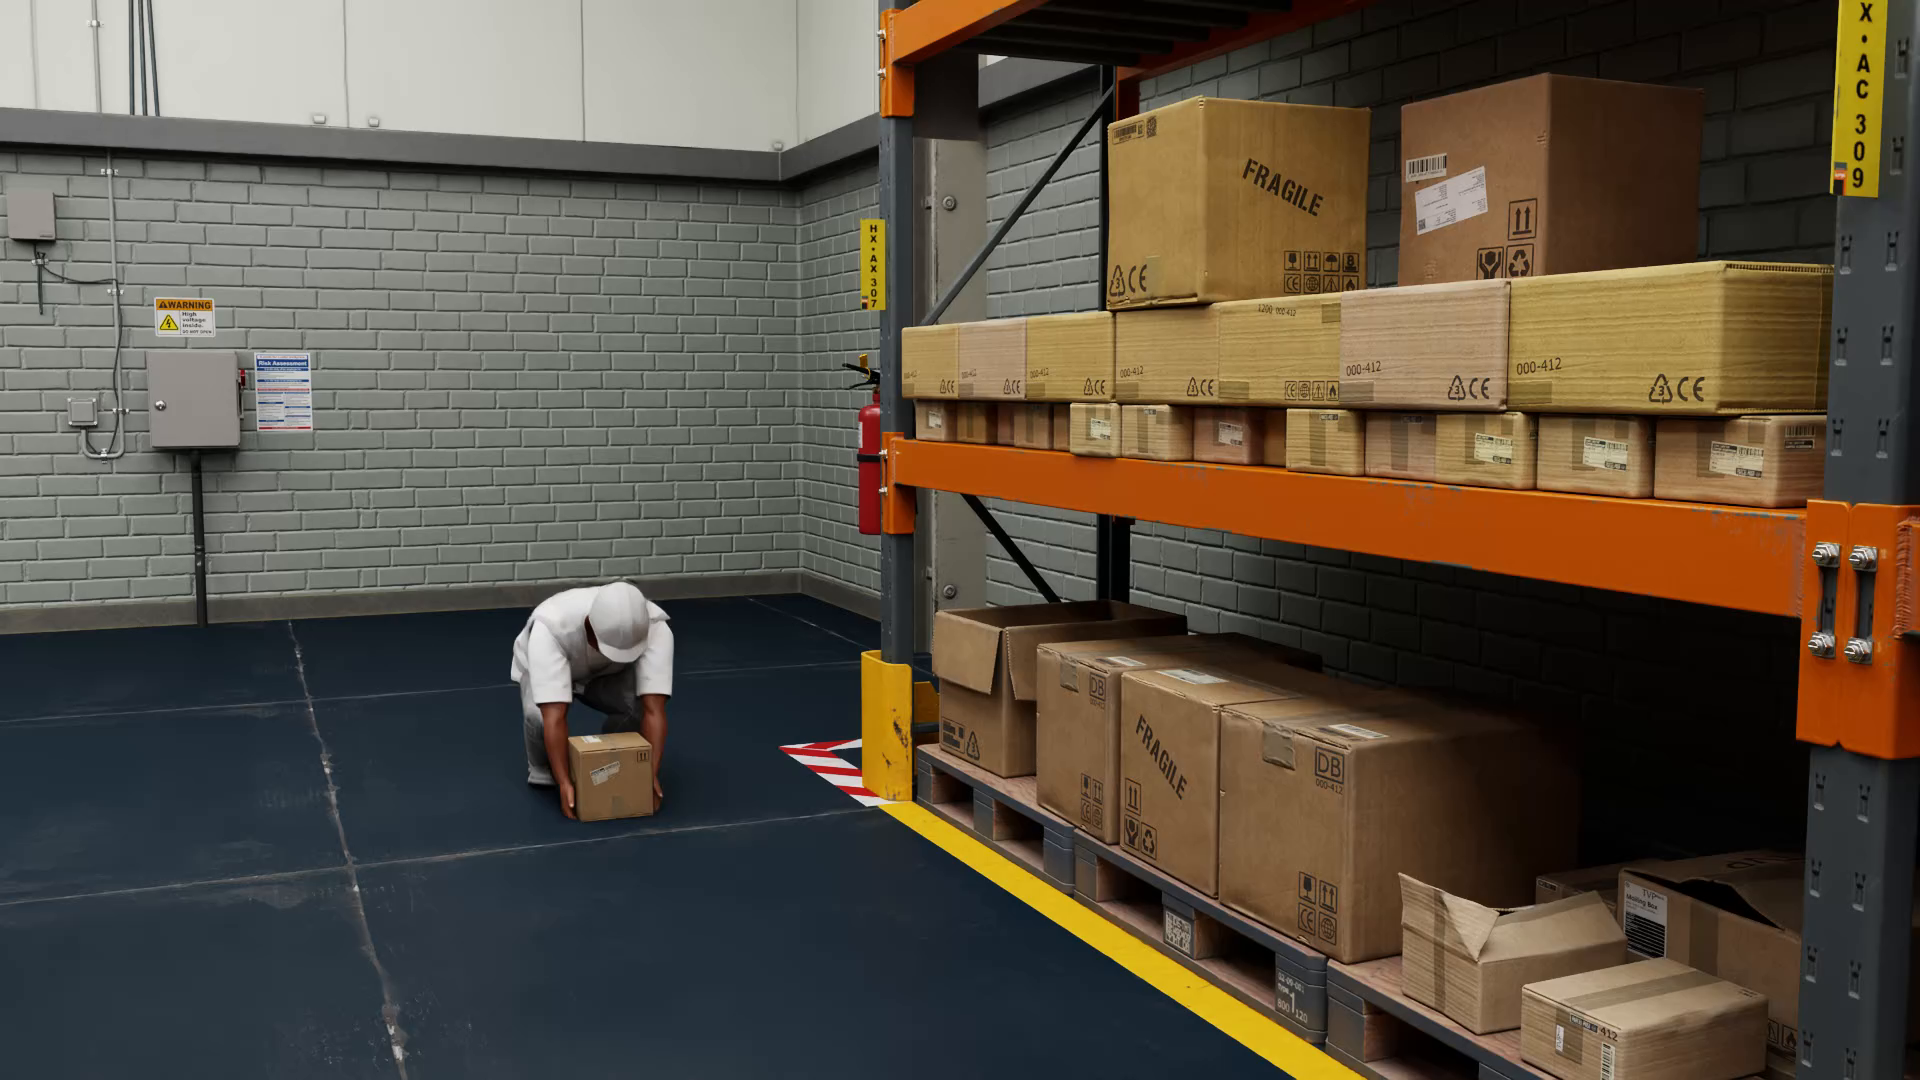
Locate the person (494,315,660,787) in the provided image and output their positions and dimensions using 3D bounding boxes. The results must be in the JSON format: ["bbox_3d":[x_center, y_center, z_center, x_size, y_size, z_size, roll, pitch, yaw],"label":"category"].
[{"bbox_3d":[-1.436,0.035,6.298,0.628,1.759,0.462,-3,6,-26],"label":"person"}]
